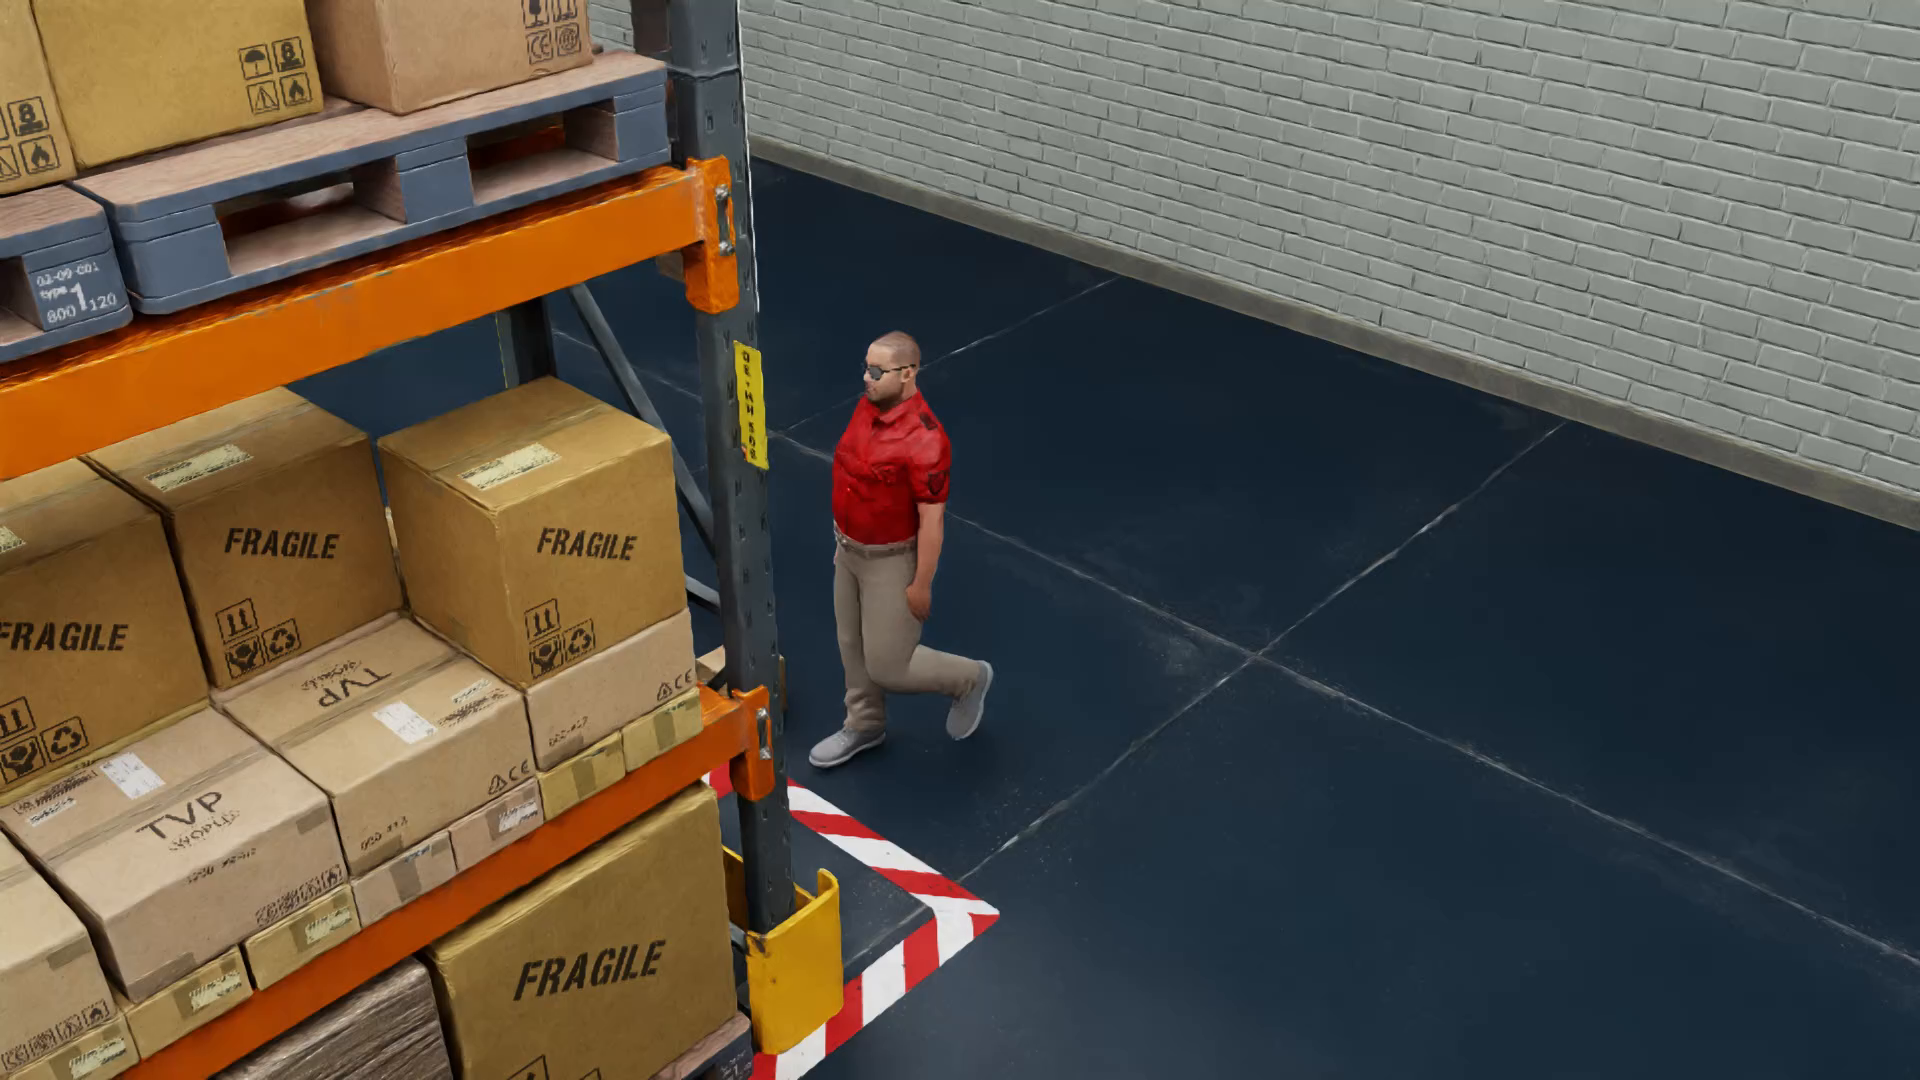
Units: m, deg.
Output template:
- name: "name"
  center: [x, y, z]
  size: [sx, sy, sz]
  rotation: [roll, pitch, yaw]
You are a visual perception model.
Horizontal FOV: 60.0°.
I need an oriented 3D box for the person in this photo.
- name: "person"
  center: [-0.246, 0.058, 6.051]
  size: [0.706, 1.711, 0.552]
  rotation: [-19, 36, -28]
